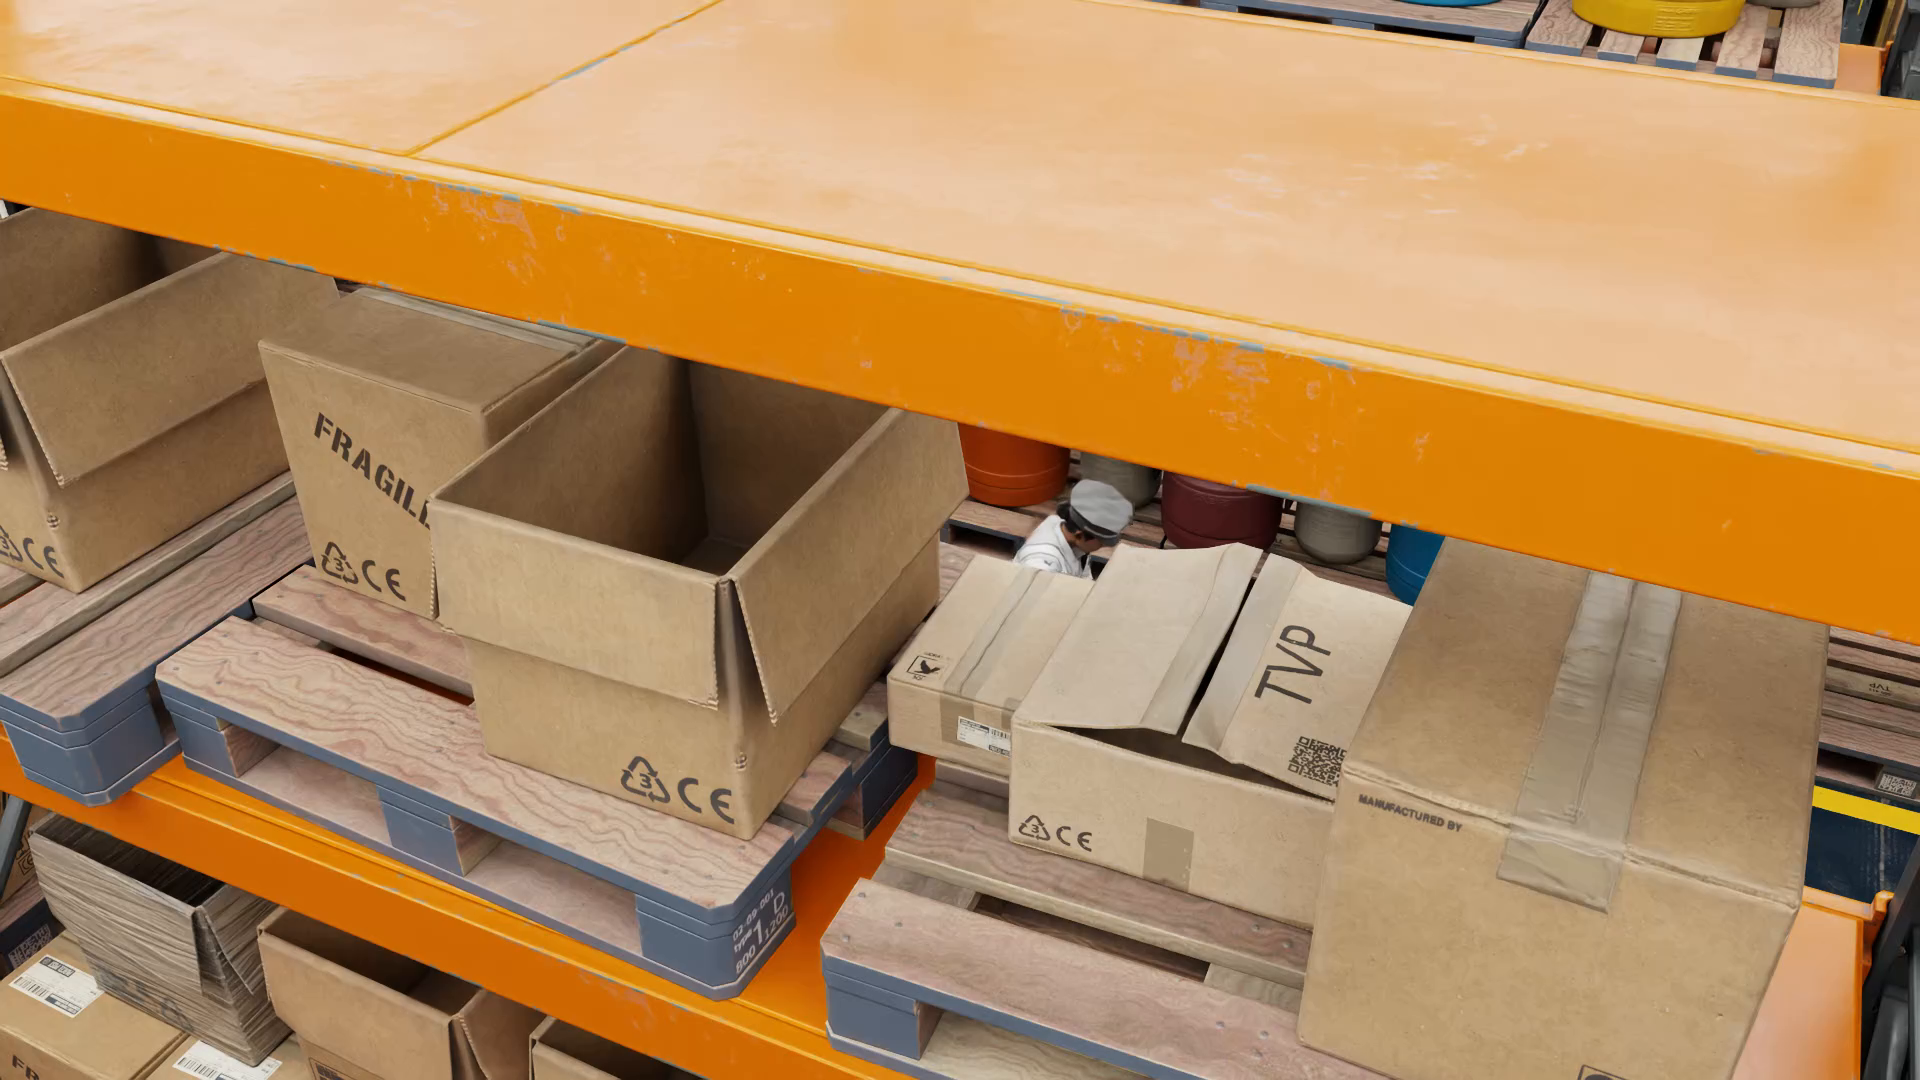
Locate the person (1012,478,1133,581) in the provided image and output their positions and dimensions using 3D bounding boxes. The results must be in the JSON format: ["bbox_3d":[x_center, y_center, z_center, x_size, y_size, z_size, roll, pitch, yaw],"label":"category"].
[{"bbox_3d":[0.369,0.416,6.661,0.591,1.522,0.526,15,37,21],"label":"person"}]
